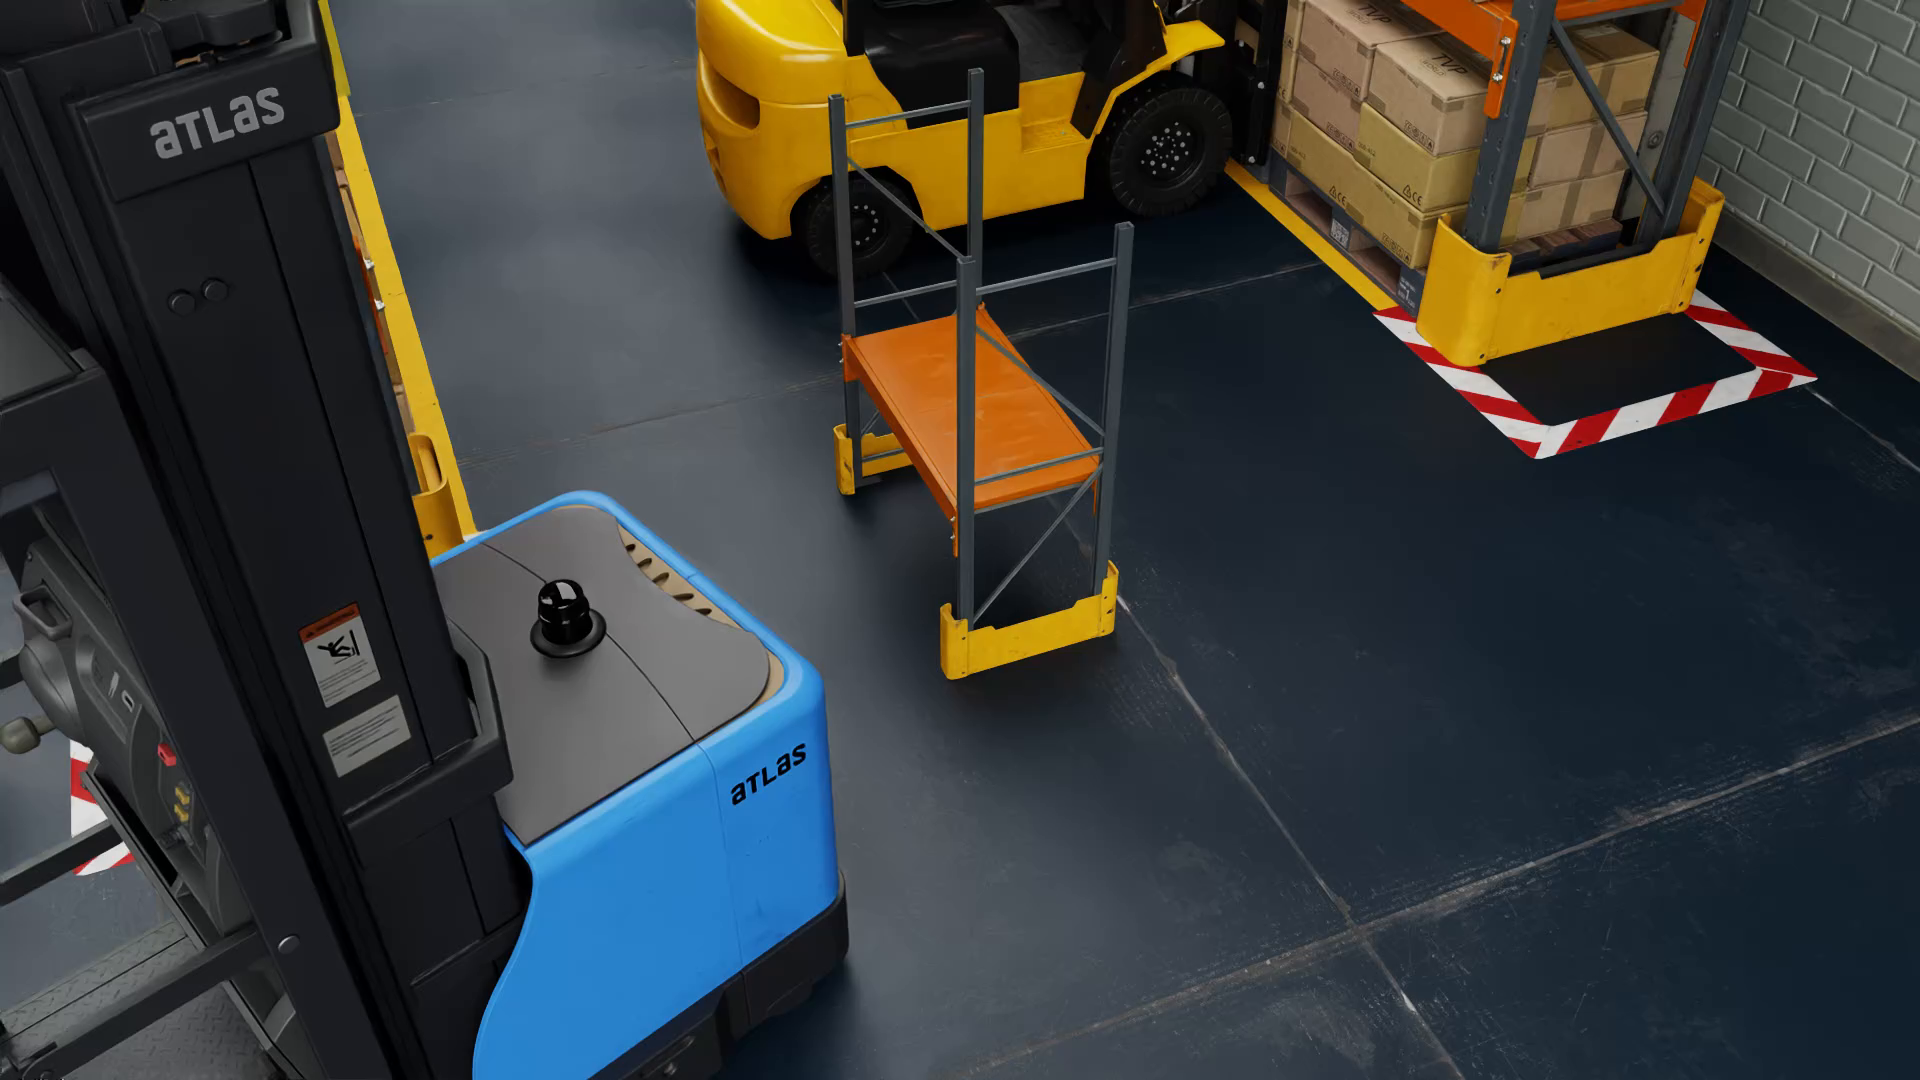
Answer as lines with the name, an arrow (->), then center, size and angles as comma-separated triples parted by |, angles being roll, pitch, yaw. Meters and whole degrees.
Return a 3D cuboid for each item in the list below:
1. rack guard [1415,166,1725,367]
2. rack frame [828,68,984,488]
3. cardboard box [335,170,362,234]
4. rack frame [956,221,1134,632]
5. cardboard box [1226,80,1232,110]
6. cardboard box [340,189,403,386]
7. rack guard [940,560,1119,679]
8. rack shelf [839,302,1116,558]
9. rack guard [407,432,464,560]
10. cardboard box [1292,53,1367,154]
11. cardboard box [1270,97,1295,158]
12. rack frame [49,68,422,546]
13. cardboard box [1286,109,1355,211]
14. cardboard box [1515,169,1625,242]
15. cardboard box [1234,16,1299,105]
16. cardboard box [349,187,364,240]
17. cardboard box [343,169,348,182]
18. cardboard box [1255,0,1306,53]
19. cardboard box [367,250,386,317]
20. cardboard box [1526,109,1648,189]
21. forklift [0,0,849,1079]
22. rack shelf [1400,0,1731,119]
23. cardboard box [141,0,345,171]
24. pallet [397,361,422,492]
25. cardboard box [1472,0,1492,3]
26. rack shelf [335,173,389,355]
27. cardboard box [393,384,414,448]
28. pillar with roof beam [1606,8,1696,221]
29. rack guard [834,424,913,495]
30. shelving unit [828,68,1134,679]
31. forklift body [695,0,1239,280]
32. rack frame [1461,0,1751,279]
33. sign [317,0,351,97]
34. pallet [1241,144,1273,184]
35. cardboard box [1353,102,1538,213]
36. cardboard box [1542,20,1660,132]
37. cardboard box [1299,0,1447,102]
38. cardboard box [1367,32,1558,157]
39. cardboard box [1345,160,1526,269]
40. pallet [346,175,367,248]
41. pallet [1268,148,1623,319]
rack guard -> 2.433, -1.106, 6.653 | 1.175, 0.500, 0.348 | -15, 43, -17
rack frame -> -0.162, -0.823, 5.557 | 0.500, 1.500, 0.032 | -15, 43, -17
cardboard box -> -2.428, -1.112, 5.954 | 0.500, 0.500, 0.500 | -17, 43, -18
rack frame -> 0.227, -0.211, 4.845 | 0.500, 1.500, 0.032 | -15, 43, -17
cardboard box -> 1.368, -2.302, 7.914 | 0.500, 0.250, 0.500 | -14, 43, -16
cardboard box -> -2.224, -0.798, 5.589 | 0.500, 0.500, 0.500 | -16, 43, -18
rack guard -> 0.220, 0.251, 5.266 | 0.587, 0.250, 0.087 | -15, 43, -17
rack shelf -> 0.033, -0.381, 5.319 | 0.538, 0.185, 1.000 | -15, 43, -17
rack guard -> -2.190, 0.074, 5.281 | 1.175, 0.500, 0.348 | -15, 43, -17
cardboard box -> 1.767, -1.895, 7.056 | 0.500, 0.250, 0.500 | -16, 43, -17
cardboard box -> 1.587, -1.995, 7.556 | 0.500, 0.250, 0.500 | -15, 43, -16
rack frame -> -2.161, -0.828, 4.412 | 1.000, 3.000, 0.127 | -15, 43, -17
cardboard box -> 1.770, -1.692, 7.203 | 0.500, 0.250, 0.500 | -15, 43, -17
cardboard box -> 2.416, -1.530, 7.015 | 0.500, 0.250, 0.500 | -15, 43, -17
cardboard box -> 1.550, -2.201, 7.412 | 0.500, 0.250, 0.500 | -16, 43, -18
cardboard box -> -2.623, -1.135, 6.556 | 0.500, 0.250, 0.500 | -12, 42, -14
cardboard box -> -2.612, -1.416, 6.308 | 0.500, 0.500, 0.500 | -14, 43, -16
cardboard box -> 1.556, -2.372, 7.227 | 0.500, 0.250, 0.500 | -15, 43, -16
cardboard box -> -2.402, -0.809, 6.177 | 0.500, 0.250, 0.500 | -14, 43, -15
cardboard box -> 2.436, -1.710, 6.841 | 0.500, 0.250, 0.500 | -14, 43, -16
forklift -> -1.719, 0.430, 3.002 | 3.031, 2.935, 1.130 | -31, 49, -31
rack shelf -> 1.658, -3.001, 7.491 | 1.077, 0.370, 4.000 | -15, 43, -17
cardboard box -> -2.086, -1.333, 4.695 | 0.500, 0.500, 0.500 | -16, 43, -18
pallet -> -2.468, -0.315, 5.954 | 1.003, 0.211, 1.213 | -15, 43, -17
cardboard box -> 1.993, -2.338, 6.091 | 0.500, 0.500, 0.500 | -16, 43, -18
rack shelf -> -2.926, -1.760, 6.048 | 1.077, 0.370, 4.000 | -15, 43, -17
cardboard box -> -2.214, -0.500, 5.817 | 0.500, 0.250, 0.500 | -15, 43, -17
pillar with roof beam -> -0.988, -3.914, 3.399 | 9.100, 9.000, 0.400 | -15, 43, -17
rack guard -> -0.161, -0.349, 5.964 | 0.587, 0.250, 0.087 | -15, 43, -17
shelving unit -> 0.029, -0.523, 5.208 | 0.587, 1.500, 1.083 | -15, 43, -17
forklift body -> 0.012, -2.434, 6.931 | 2.313, 2.155, 1.214 | -15, 43, -17
rack frame -> 2.424, -2.069, 5.855 | 1.000, 3.000, 0.127 | -15, 43, -17
sign -> -1.660, -1.292, 4.288 | 0.100, 0.325, 0.005 | -15, 43, -17
pallet -> 1.629, -2.195, 8.141 | 1.003, 0.211, 1.213 | -15, 43, -17
cardboard box -> 1.949, -1.590, 6.702 | 0.500, 0.250, 0.500 | -16, 43, -17
cardboard box -> 2.415, -1.901, 6.680 | 0.500, 0.250, 0.500 | -16, 43, -18
cardboard box -> 1.758, -2.070, 6.877 | 0.500, 0.250, 0.500 | -14, 43, -16
cardboard box -> 1.959, -1.764, 6.521 | 0.500, 0.250, 0.500 | -14, 43, -15
cardboard box -> 1.952, -1.390, 6.852 | 0.500, 0.250, 0.500 | -15, 43, -17
pallet -> -2.931, -1.049, 6.808 | 1.003, 0.211, 1.213 | -15, 43, -17
pallet -> 2.092, -1.462, 7.288 | 1.003, 0.211, 1.213 | -15, 43, -17
